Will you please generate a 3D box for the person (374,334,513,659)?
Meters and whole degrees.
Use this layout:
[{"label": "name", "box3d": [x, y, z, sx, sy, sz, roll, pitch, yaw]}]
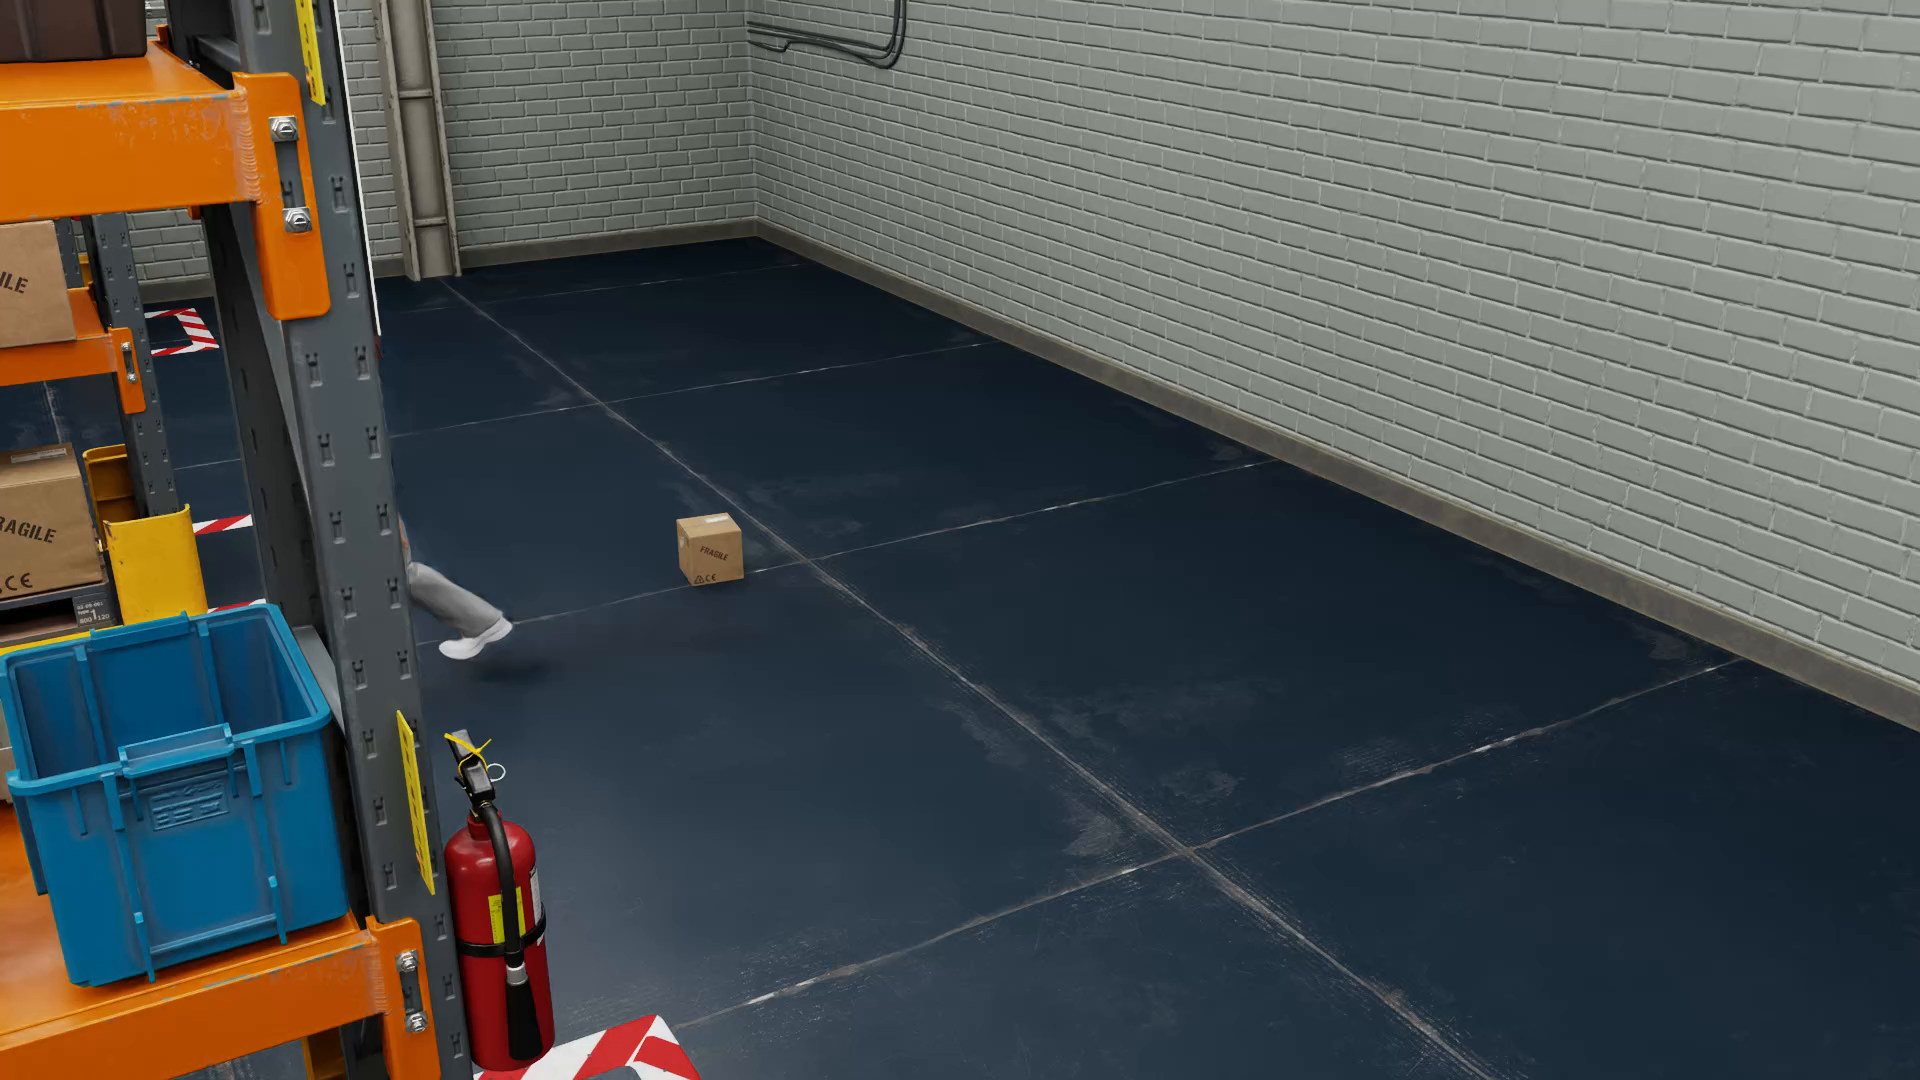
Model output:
[{"label": "person", "box3d": [-2.335, -0.163, 6.504, 1.007, 1.629, 0.486, -8, 23, -18]}]
